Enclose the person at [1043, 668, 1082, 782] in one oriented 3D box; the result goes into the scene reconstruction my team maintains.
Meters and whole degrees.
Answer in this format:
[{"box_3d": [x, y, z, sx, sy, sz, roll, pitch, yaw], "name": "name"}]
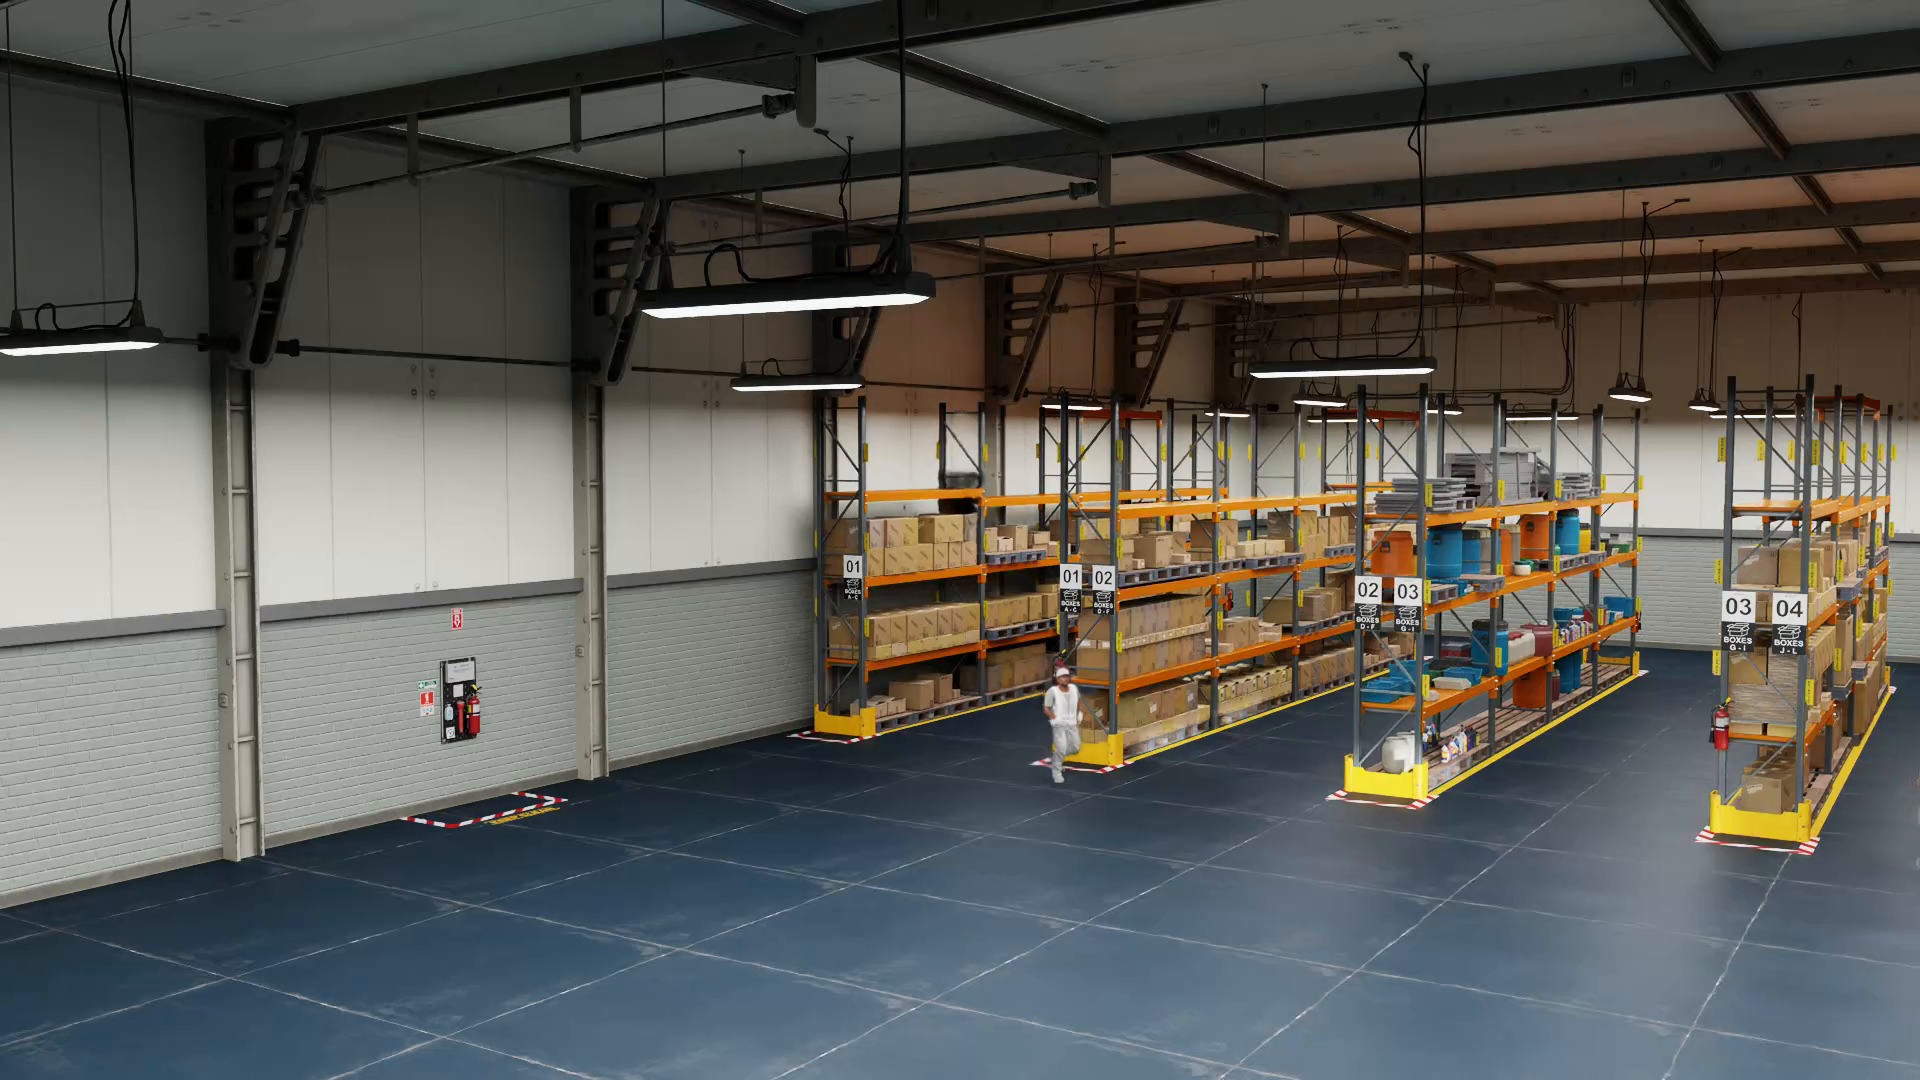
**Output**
[{"box_3d": [1.593, 2.812, 25.301, 0.721, 1.740, 0.663, -1, 3, -26], "name": "person"}]
